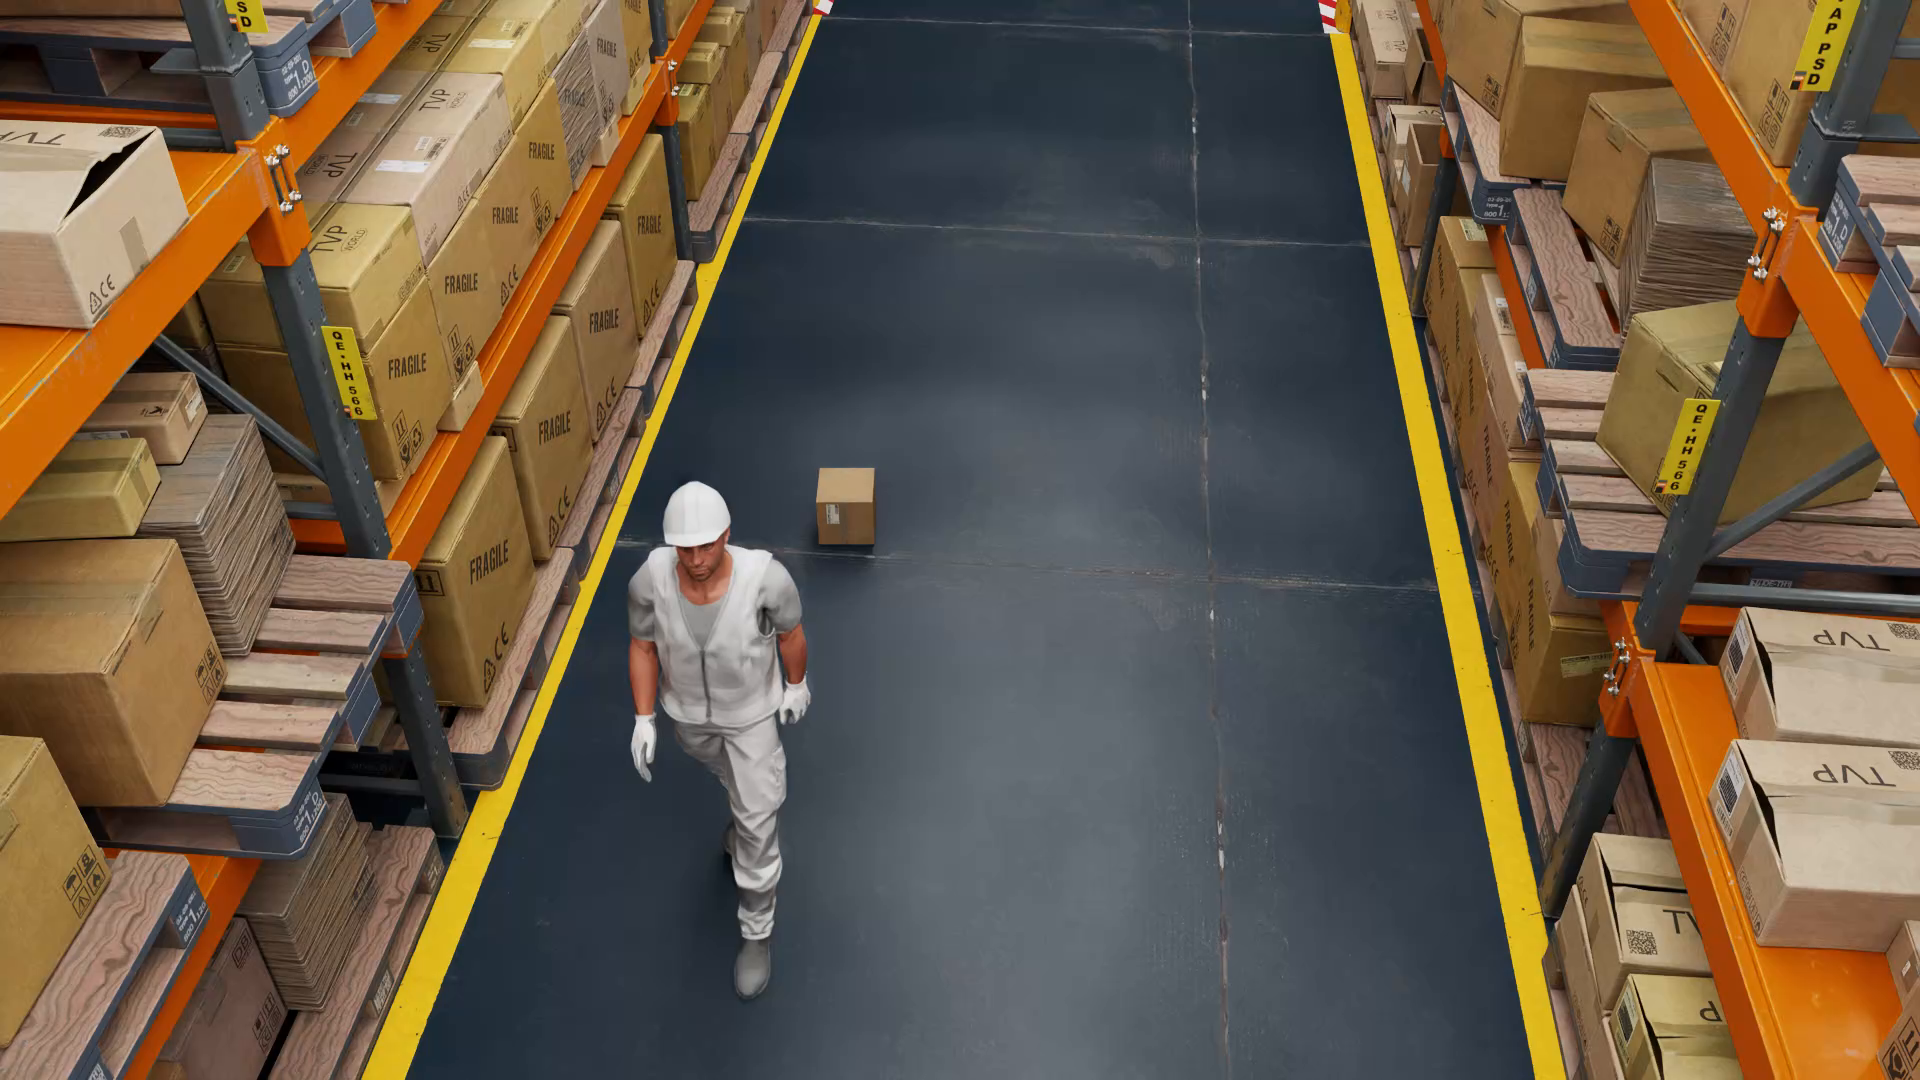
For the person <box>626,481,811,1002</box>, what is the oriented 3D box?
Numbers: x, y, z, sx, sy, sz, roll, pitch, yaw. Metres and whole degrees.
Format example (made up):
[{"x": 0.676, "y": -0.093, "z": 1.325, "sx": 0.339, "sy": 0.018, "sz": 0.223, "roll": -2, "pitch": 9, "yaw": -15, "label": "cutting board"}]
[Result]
[{"x": -0.793, "y": 0.595, "z": 5.409, "sx": 0.542, "sy": 1.787, "sz": 0.865, "roll": 5, "pitch": 40, "yaw": 6, "label": "person"}]
